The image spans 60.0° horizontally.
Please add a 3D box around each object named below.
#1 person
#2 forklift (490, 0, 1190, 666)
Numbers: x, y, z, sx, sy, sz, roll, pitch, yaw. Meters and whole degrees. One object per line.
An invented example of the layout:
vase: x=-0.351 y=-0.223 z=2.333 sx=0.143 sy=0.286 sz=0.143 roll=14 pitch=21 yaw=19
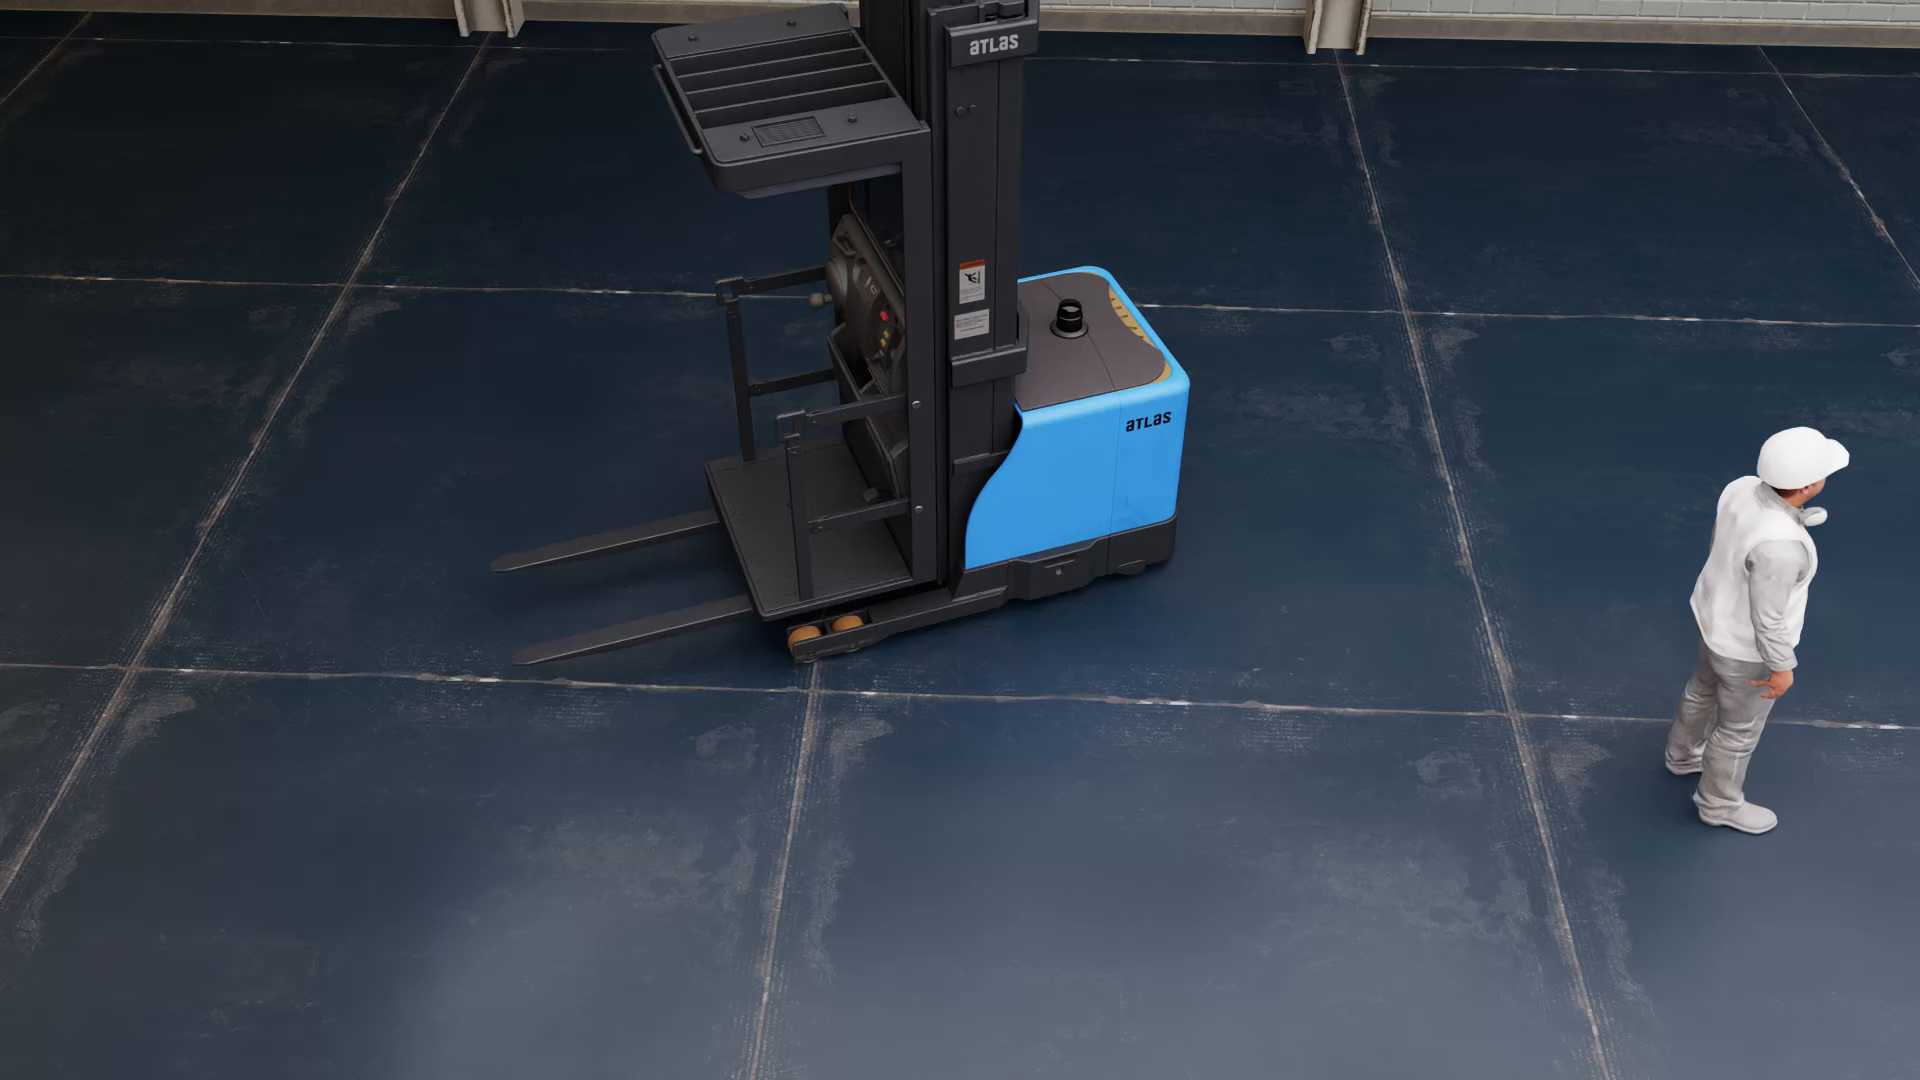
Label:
person: x=3.009 y=0.320 z=6.249 sx=0.535 sy=1.783 sz=0.620 roll=2 pitch=42 yaw=2
forklift: x=-0.573 y=-0.945 z=6.778 sx=3.031 sy=2.935 sz=1.130 roll=-13 pitch=44 yaw=-14
